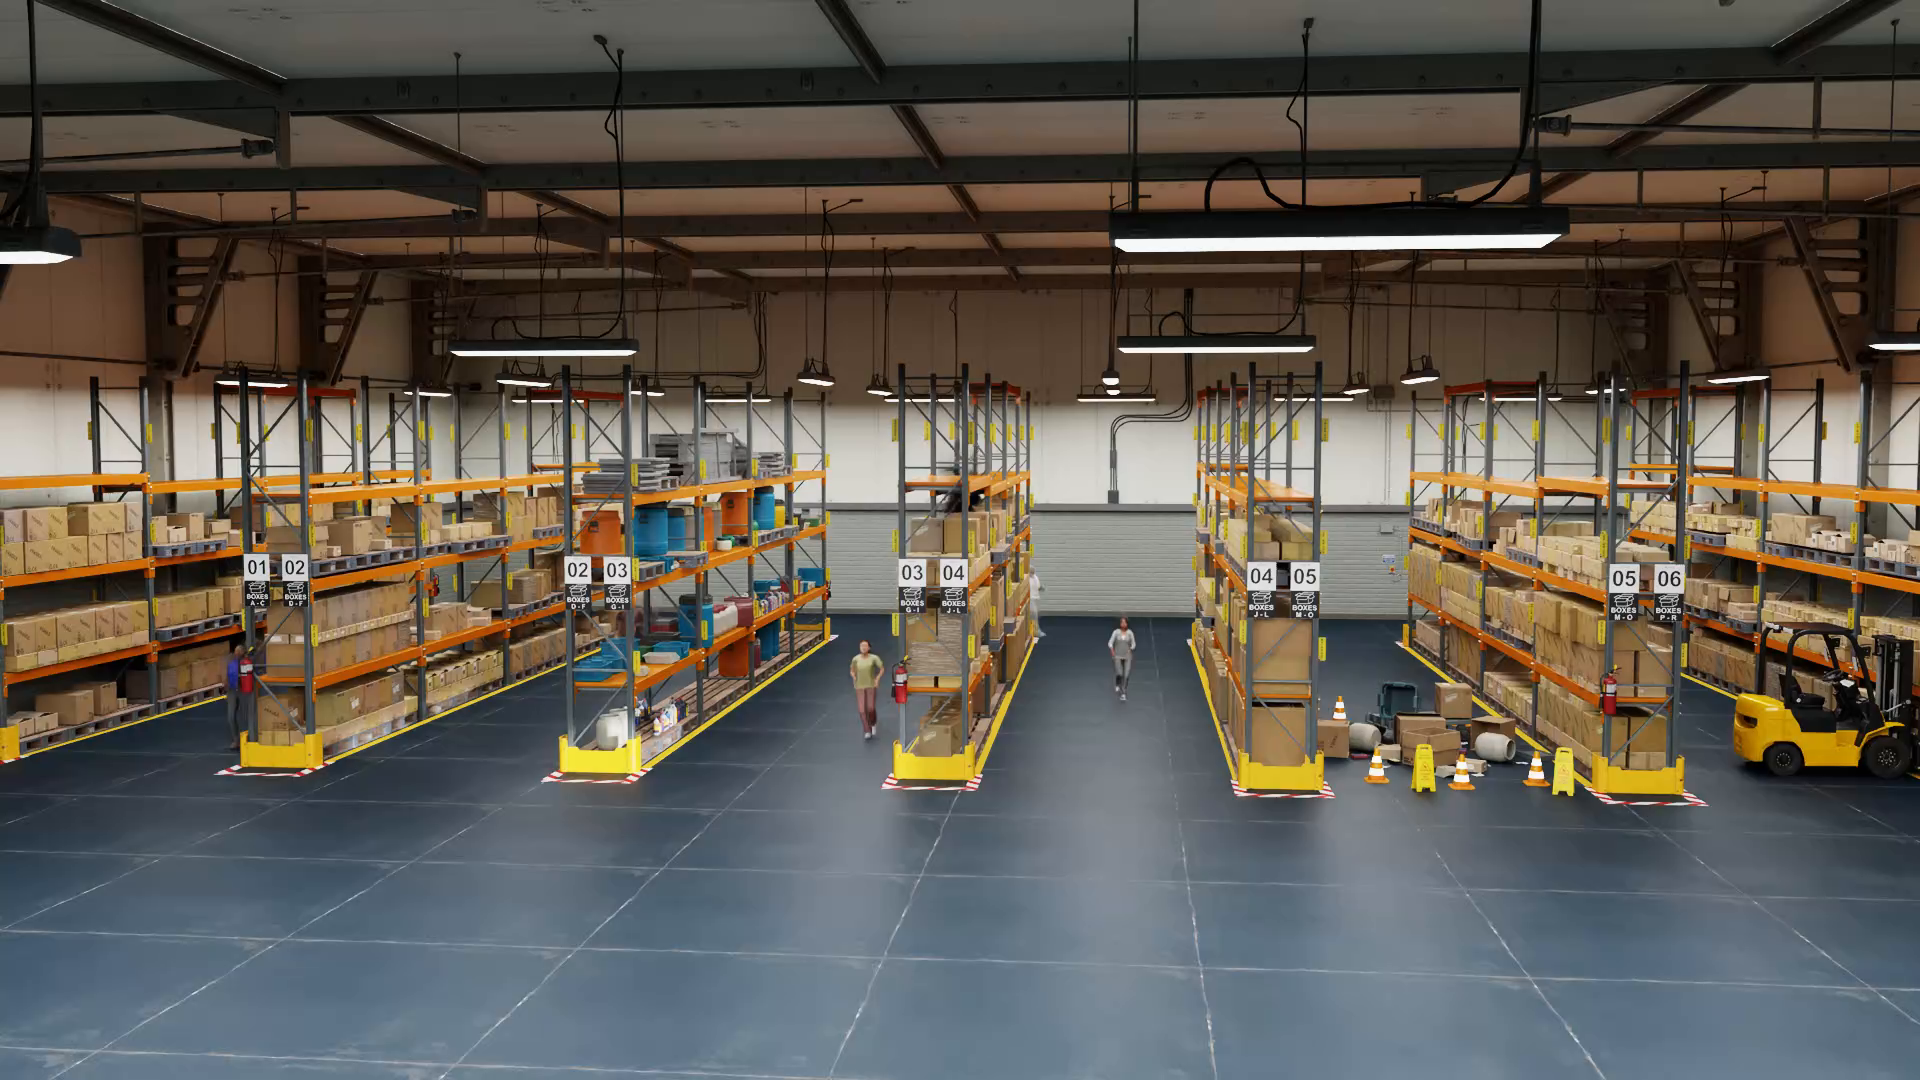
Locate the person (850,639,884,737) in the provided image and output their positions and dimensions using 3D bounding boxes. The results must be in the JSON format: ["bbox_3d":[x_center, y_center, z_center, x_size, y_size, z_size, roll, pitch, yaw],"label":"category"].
[{"bbox_3d":[-1.542,2.434,27.215,0.554,1.626,0.520,0,4,7],"label":"person"}]

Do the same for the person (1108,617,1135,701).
[{"bbox_3d":[3.042,2.229,31.116,0.503,1.557,0.493,0,4,-1],"label":"person"}]

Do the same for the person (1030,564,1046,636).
[{"bbox_3d":[1.760,1.462,40.936,0.972,1.757,0.686,3,5,40],"label":"person"}]

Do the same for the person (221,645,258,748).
[{"bbox_3d":[-11.522,2.485,26.629,0.584,1.613,0.739,0,4,2],"label":"person"}]

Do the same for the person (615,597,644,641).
[{"bbox_3d":[-6.579,1.991,33.197,0.683,1.783,0.748,0,4,0],"label":"person"}]
